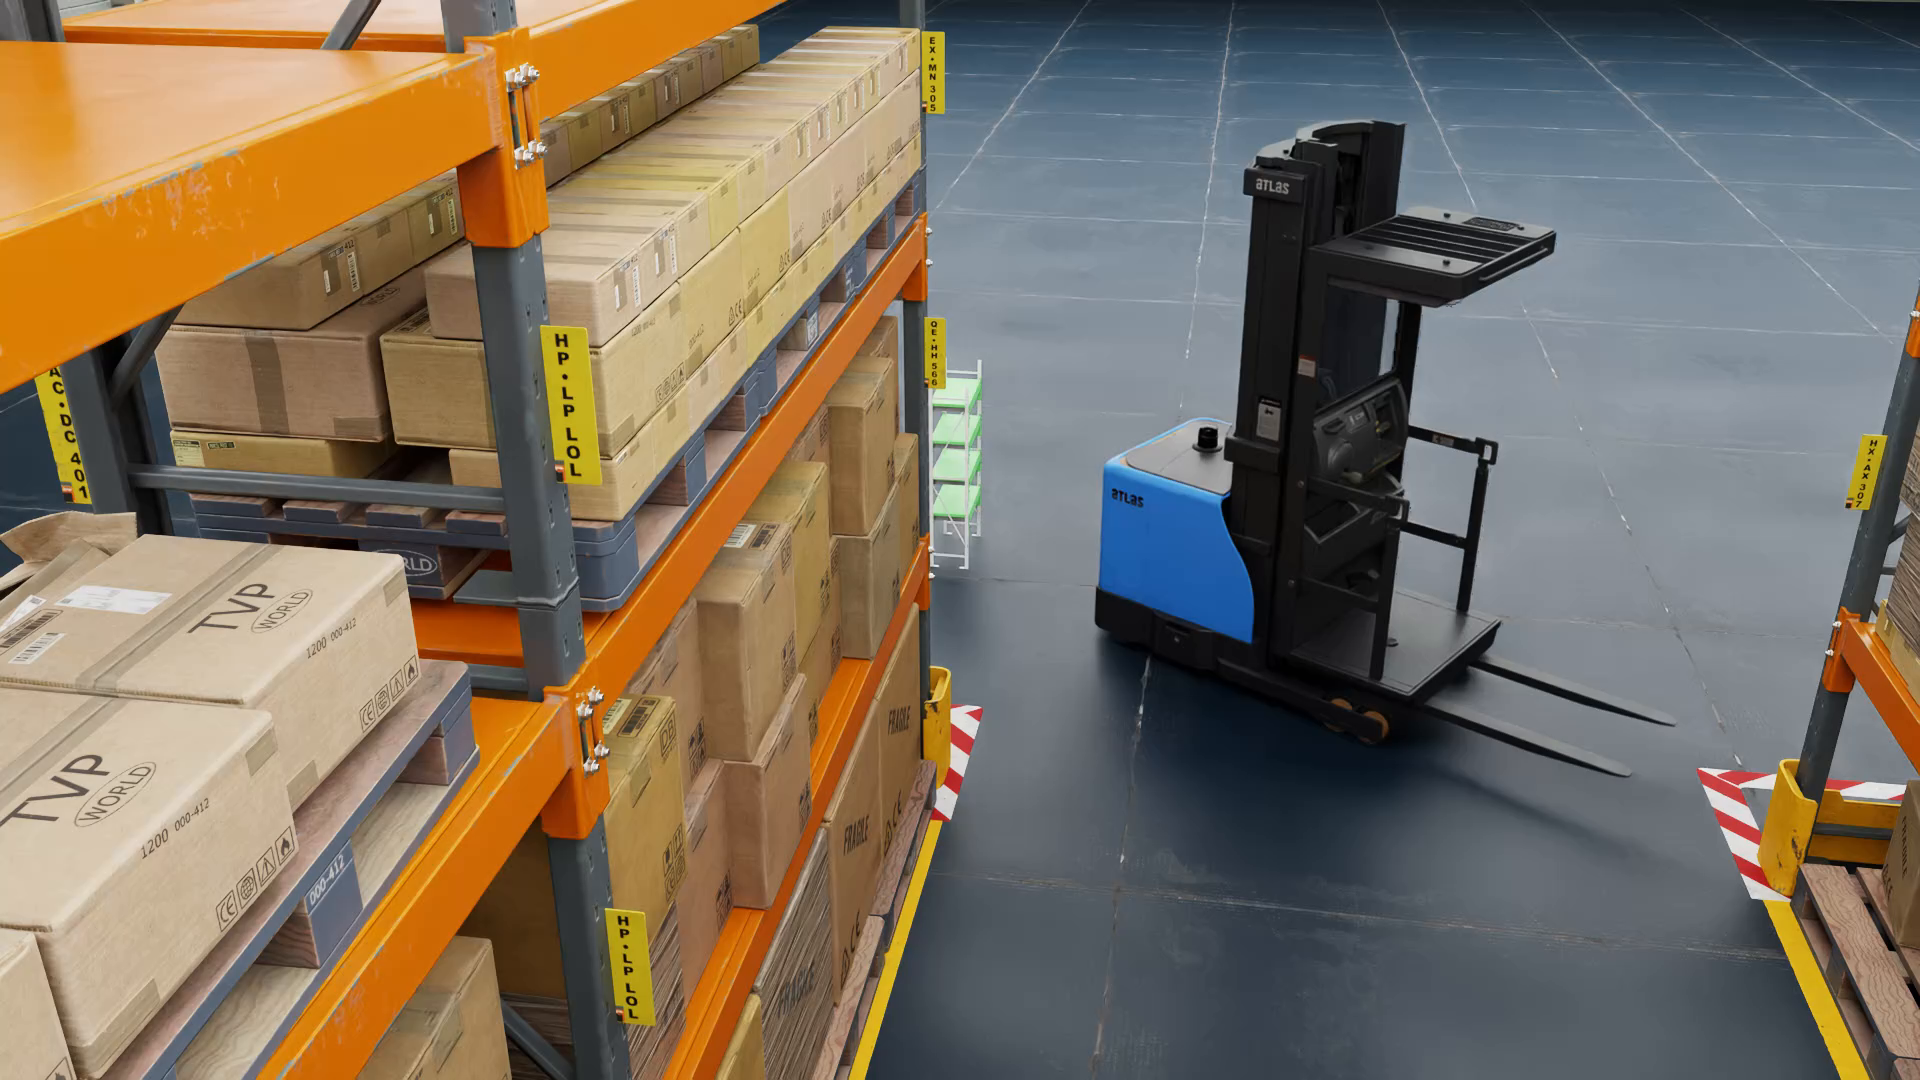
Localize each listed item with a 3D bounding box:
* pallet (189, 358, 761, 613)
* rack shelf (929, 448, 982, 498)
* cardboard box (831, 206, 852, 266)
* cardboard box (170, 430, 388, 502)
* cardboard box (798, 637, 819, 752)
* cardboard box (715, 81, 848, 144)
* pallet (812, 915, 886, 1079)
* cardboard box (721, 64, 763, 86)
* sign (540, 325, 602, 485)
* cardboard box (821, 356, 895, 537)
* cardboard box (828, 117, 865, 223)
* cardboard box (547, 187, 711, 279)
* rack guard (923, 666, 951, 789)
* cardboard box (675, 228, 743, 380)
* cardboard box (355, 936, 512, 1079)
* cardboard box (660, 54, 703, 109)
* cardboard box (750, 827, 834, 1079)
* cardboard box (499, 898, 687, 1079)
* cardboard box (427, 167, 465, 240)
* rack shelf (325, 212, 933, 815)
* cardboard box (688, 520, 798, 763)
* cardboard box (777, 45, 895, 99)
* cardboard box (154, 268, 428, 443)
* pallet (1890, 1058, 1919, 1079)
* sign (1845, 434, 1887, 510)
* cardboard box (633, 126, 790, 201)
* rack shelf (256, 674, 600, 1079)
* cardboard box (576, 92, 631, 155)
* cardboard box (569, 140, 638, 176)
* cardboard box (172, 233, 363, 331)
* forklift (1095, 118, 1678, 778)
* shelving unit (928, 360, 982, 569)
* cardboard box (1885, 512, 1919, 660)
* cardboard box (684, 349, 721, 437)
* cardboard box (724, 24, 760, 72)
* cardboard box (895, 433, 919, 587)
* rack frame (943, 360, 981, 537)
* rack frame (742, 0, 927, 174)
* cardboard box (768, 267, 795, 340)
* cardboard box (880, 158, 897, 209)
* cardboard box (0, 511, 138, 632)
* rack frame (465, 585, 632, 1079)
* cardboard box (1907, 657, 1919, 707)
[{"bbox_3d":[-1.155,-0.218,4.245,1.003,0.211,1.213,4,25,9],"label":"pallet"},{"bbox_3d":[-0.027,-0.416,10.375,0.258,0.148,0.480,4,25,9],"label":"rack shelf"},{"bbox_3d":[-0.573,-1.018,5.531,0.380,0.149,0.250,4,25,9],"label":"cardboard box"},{"bbox_3d":[-1.555,-0.213,3.812,0.380,0.149,0.250,4,25,8],"label":"cardboard box"},{"bbox_3d":[-0.991,0.540,5.880,0.875,0.550,0.500,4,25,9],"label":"cardboard box"},{"bbox_3d":[-0.574,-1.377,5.357,0.380,0.149,0.250,4,25,8],"label":"cardboard box"},{"bbox_3d":[-0.901,1.880,6.485,1.003,0.211,1.213,4,25,9],"label":"pallet"},{"bbox_3d":[-0.977,-1.708,6.536,0.500,0.250,0.500,4,25,8],"label":"cardboard box"},{"bbox_3d":[-0.762,-0.260,3.248,0.100,0.325,0.005,4,25,9],"label":"sign"},{"bbox_3d":[-0.743,-0.400,6.615,0.875,0.550,0.550,4,25,9],"label":"cardboard box"},{"bbox_3d":[-0.615,-1.249,5.555,0.500,0.250,0.500,4,25,8],"label":"cardboard box"},{"bbox_3d":[-0.822,-0.741,4.000,0.380,0.149,0.250,4,25,8],"label":"cardboard box"},{"bbox_3d":[-0.641,0.891,8.258,1.175,0.500,0.348,4,25,9],"label":"rack guard"},{"bbox_3d":[-0.862,-0.616,4.201,0.500,0.250,0.500,4,25,8],"label":"cardboard box"},{"bbox_3d":[-1.374,1.151,3.455,0.700,0.500,0.500,4,25,8],"label":"cardboard box"},{"bbox_3d":[-1.139,-1.638,5.915,0.380,0.149,0.250,4,25,9],"label":"cardboard box"},{"bbox_3d":[-0.984,1.578,5.851,0.875,0.875,0.875,4,25,9],"label":"cardboard box"},{"bbox_3d":[-1.251,1.218,4.432,0.875,0.550,0.550,4,25,9],"label":"cardboard box"},{"bbox_3d":[-1.430,-0.890,4.318,0.380,0.149,0.250,4,25,9],"label":"cardboard box"},{"bbox_3d":[-0.972,-0.428,5.436,1.077,0.370,4.000,4,25,9],"label":"rack shelf"},{"bbox_3d":[-1.006,0.278,5.167,0.875,0.550,0.550,4,25,9],"label":"cardboard box"},{"bbox_3d":[-0.450,-1.697,6.041,0.380,0.149,0.250,4,25,9],"label":"cardboard box"},{"bbox_3d":[-1.472,-0.443,3.833,0.500,0.250,0.500,4,25,8],"label":"cardboard box"},{"bbox_3d":[3.850,2.295,5.598,1.003,0.211,1.213,4,25,9],"label":"pallet"},{"bbox_3d":[3.696,-0.275,6.779,0.100,0.325,0.005,4,25,9],"label":"sign"},{"bbox_3d":[-0.698,-1.061,4.683,0.380,0.149,0.250,4,25,8],"label":"cardboard box"},{"bbox_3d":[-1.626,1.245,1.862,1.077,0.370,4.000,4,25,9],"label":"rack shelf"},{"bbox_3d":[-1.264,-1.317,5.229,0.380,0.149,0.250,4,25,9],"label":"cardboard box"},{"bbox_3d":[-1.224,-1.075,5.183,0.500,0.250,0.500,4,25,8],"label":"cardboard box"},{"bbox_3d":[-1.554,-0.575,3.644,0.380,0.149,0.250,4,25,8],"label":"cardboard box"},{"bbox_3d":[2.221,-0.533,8.432,3.031,2.935,1.130,20,32,36],"label":"forklift"},{"bbox_3d":[-0.027,-0.474,10.348,0.258,1.200,0.503,4,25,9],"label":"shelving unit"},{"bbox_3d":[4.114,0.203,6.310,0.875,0.500,0.500,4,25,9],"label":"cardboard box"},{"bbox_3d":[-0.822,-0.380,4.169,0.380,0.149,0.250,4,25,8],"label":"cardboard box"},{"bbox_3d":[-1.014,-1.955,6.593,0.380,0.149,0.250,4,25,9],"label":"cardboard box"},{"bbox_3d":[-0.661,-0.141,7.336,0.875,0.550,0.550,4,25,9],"label":"cardboard box"},{"bbox_3d":[0.013,-0.576,10.566,0.240,1.200,0.015,4,25,9],"label":"rack frame"},{"bbox_3d":[-0.645,-2.949,6.435,1.000,3.000,0.127,4,25,9],"label":"rack frame"},{"bbox_3d":[-0.698,-0.700,4.853,0.380,0.149,0.250,4,25,9],"label":"cardboard box"},{"bbox_3d":[-0.449,-1.336,6.212,0.380,0.149,0.250,4,25,9],"label":"cardboard box"},{"bbox_3d":[-1.644,0.143,2.912,0.258,0.266,0.396,4,25,8],"label":"cardboard box"},{"bbox_3d":[-1.299,1.441,4.132,1.000,3.000,0.127,4,25,9],"label":"rack frame"},{"bbox_3d":[3.834,0.578,6.274,0.380,0.149,0.250,4,25,9],"label":"cardboard box"}]
